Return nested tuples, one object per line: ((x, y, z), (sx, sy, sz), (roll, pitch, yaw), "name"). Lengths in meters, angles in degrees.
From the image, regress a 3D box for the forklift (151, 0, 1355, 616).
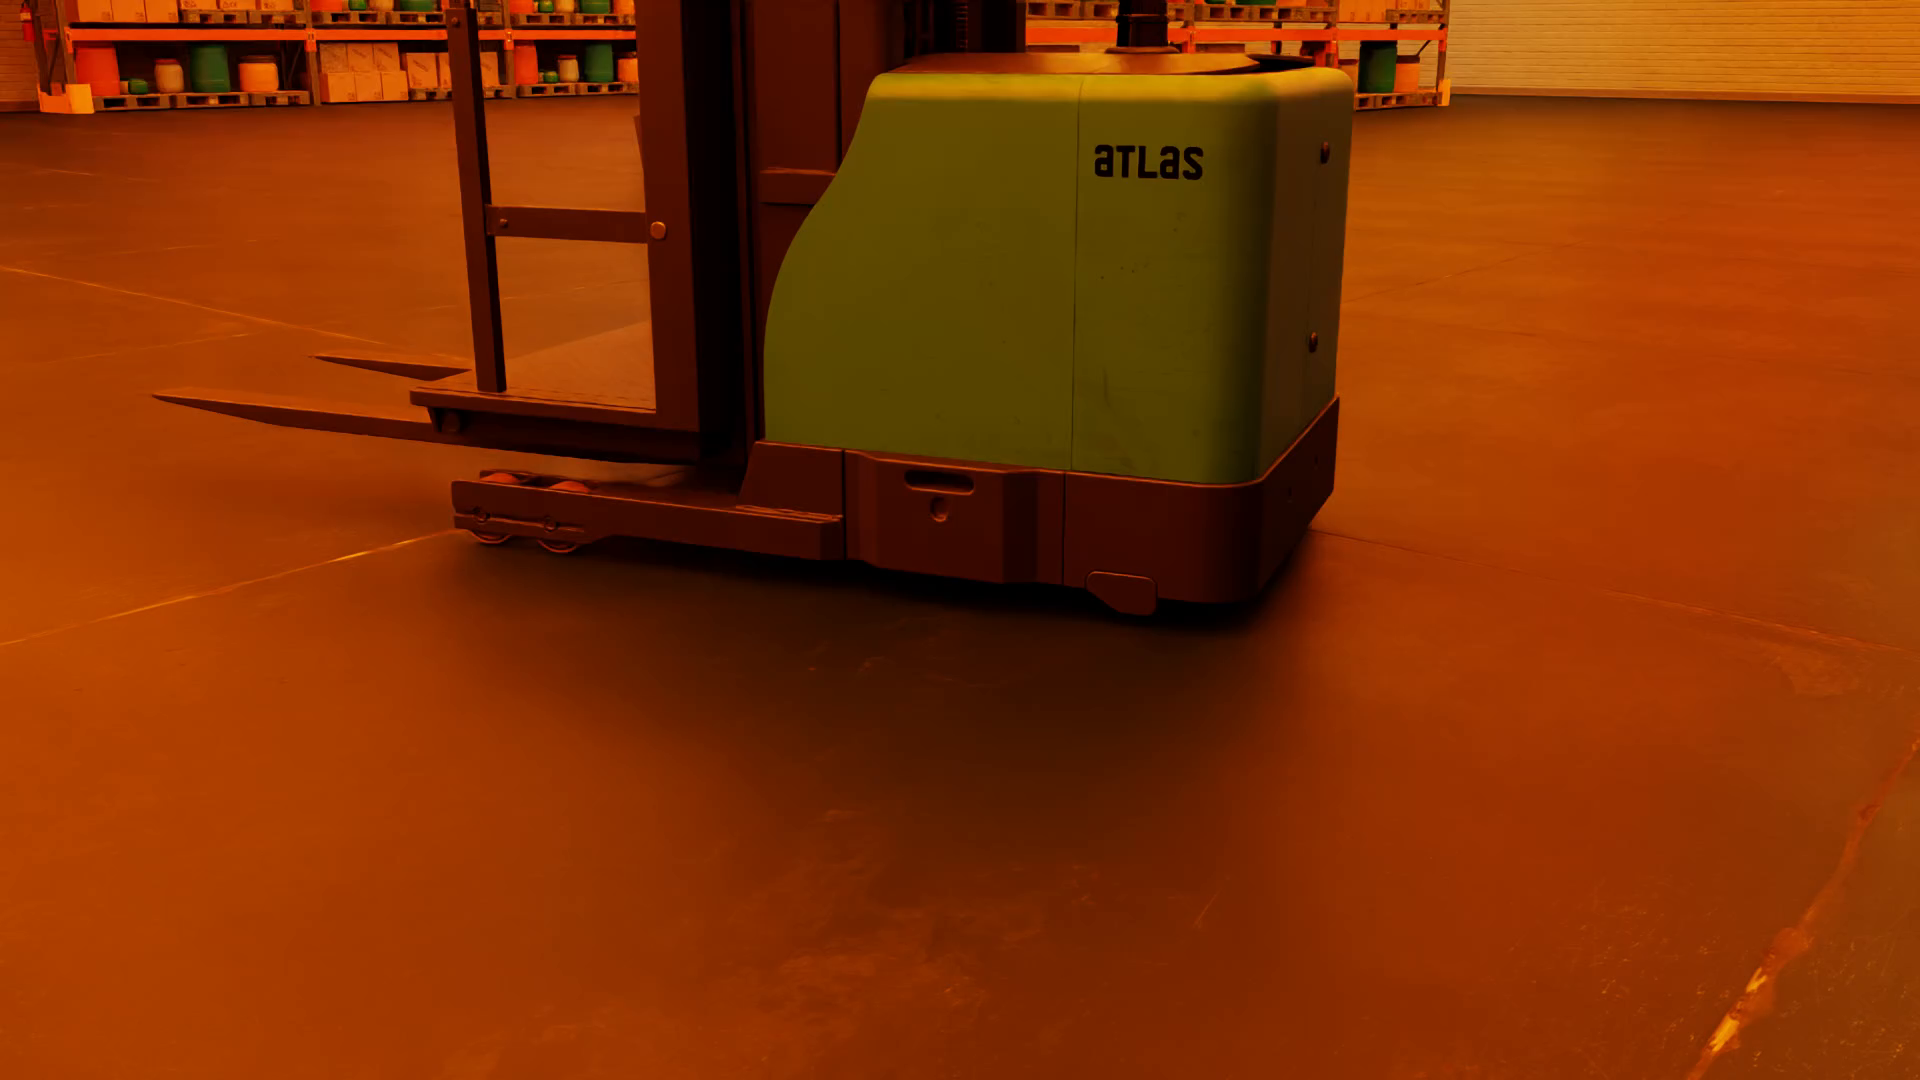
((-0.645, -1.505, 3.852), (3.031, 2.935, 1.130), (7, 18, 21), "forklift")
